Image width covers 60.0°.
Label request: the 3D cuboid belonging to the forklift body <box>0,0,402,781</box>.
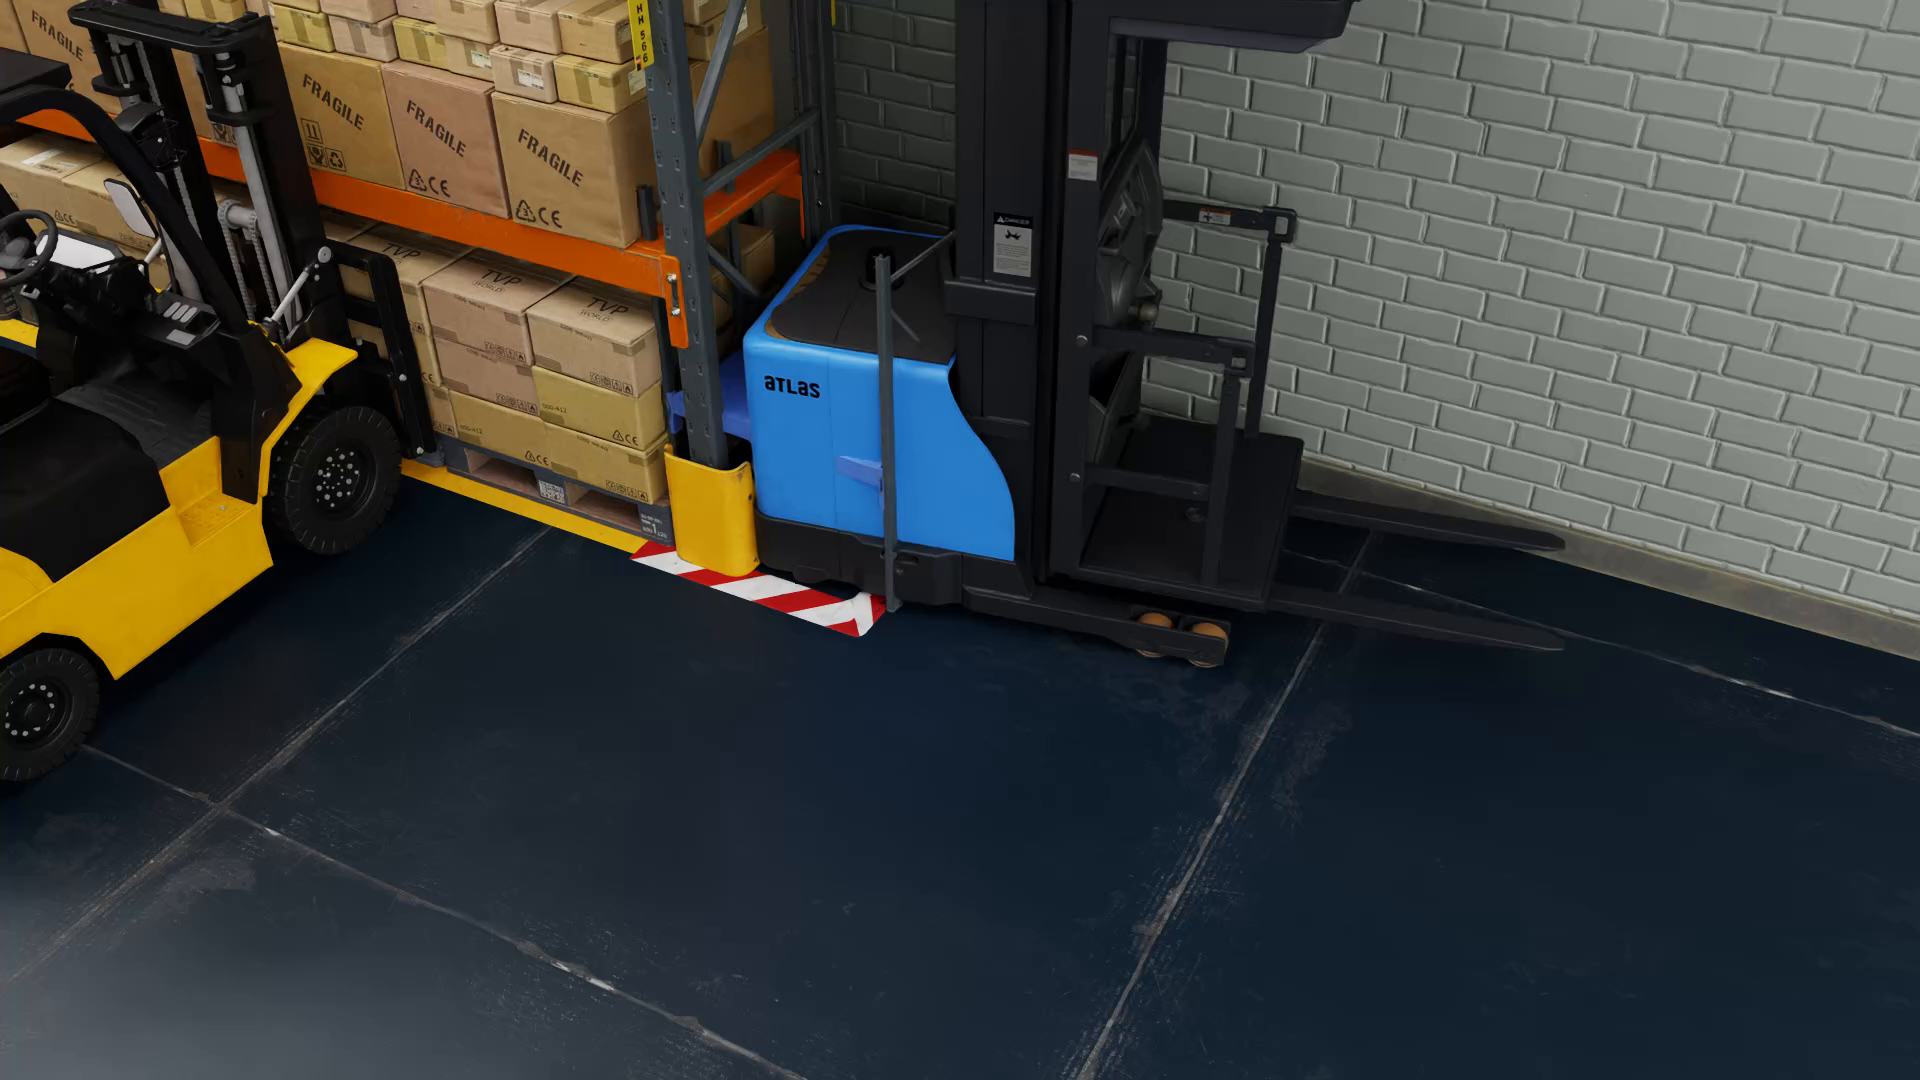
[{"bbox_3d":[-3.284,-0.613,5.779,1.214,2.155,2.313,17,41,21],"label":"forklift body"}]

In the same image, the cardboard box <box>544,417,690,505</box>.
[{"bbox_3d":[-1.323,-0.436,6.771,0.500,0.250,0.500,18,41,22],"label":"cardboard box"}]

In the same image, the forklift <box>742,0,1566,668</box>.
[{"bbox_3d":[0.777,-1.057,5.719,3.031,2.935,1.130,10,38,13],"label":"forklift"}]

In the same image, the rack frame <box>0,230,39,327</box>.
[{"bbox_3d":[-4.313,-2.516,7.583,0.127,3.000,1.000,17,41,21],"label":"rack frame"}]

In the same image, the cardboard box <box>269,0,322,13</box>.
[{"bbox_3d":[-2.355,-2.108,6.180,0.250,0.149,0.380,18,41,22],"label":"cardboard box"}]

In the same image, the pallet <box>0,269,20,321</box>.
[{"bbox_3d":[-4.985,-1.589,8.668,1.213,0.211,1.003,17,41,21],"label":"pallet"}]

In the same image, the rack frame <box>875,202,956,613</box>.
[{"bbox_3d":[-0.138,-0.452,6.098,0.032,1.500,0.500,20,41,25],"label":"rack frame"}]

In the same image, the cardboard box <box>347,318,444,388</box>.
[{"bbox_3d":[-2.245,-0.920,6.994,0.500,0.250,0.500,16,40,20],"label":"cardboard box"}]

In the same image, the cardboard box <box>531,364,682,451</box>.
[{"bbox_3d":[-1.337,-0.642,6.628,0.500,0.250,0.500,17,40,21],"label":"cardboard box"}]

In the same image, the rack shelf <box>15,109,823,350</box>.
[{"bbox_3d":[-2.537,-1.673,7.068,4.000,0.370,1.077,17,41,21],"label":"rack shelf"}]

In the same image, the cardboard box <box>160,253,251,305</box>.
[{"bbox_3d":[-3.136,-1.202,7.365,0.500,0.250,0.500,17,40,21],"label":"cardboard box"}]

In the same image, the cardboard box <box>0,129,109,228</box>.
[{"bbox_3d":[-4.028,-1.683,7.586,0.500,0.250,0.500,17,40,21],"label":"cardboard box"}]

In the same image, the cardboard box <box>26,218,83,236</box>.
[{"bbox_3d":[-4.025,-1.486,7.741,0.500,0.250,0.500,17,40,21],"label":"cardboard box"}]

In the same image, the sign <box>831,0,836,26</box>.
[{"bbox_3d":[-0.500,-2.076,6.222,0.005,0.325,0.100,17,41,21],"label":"sign"}]

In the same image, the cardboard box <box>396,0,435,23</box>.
[{"bbox_3d":[-1.841,-2.026,6.073,0.250,0.149,0.380,18,41,22],"label":"cardboard box"}]

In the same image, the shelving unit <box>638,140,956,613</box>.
[{"bbox_3d":[-0.571,-0.612,6.311,1.048,1.500,0.538,20,41,25],"label":"shelving unit"}]

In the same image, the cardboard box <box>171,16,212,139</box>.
[{"bbox_3d":[-3.119,-2.016,6.842,0.500,0.500,0.500,17,40,21],"label":"cardboard box"}]

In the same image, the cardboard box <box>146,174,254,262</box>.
[{"bbox_3d":[-3.131,-1.403,7.217,0.500,0.250,0.500,19,41,23],"label":"cardboard box"}]

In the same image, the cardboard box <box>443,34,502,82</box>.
[{"bbox_3d":[-1.641,-1.808,6.031,0.250,0.149,0.380,18,41,22],"label":"cardboard box"}]

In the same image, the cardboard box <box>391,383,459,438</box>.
[{"bbox_3d":[-2.201,-0.724,7.149,0.500,0.250,0.500,18,41,22],"label":"cardboard box"}]

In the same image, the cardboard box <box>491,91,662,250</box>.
[{"bbox_3d":[-1.319,-1.439,6.082,0.500,0.500,0.500,16,40,21],"label":"cardboard box"}]

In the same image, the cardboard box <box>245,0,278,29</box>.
[{"bbox_3d":[-2.528,-2.109,6.428,0.250,0.149,0.380,17,40,21],"label":"cardboard box"}]

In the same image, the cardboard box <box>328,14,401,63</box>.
[{"bbox_3d":[-2.114,-1.932,6.195,0.250,0.149,0.380,16,40,20],"label":"cardboard box"}]

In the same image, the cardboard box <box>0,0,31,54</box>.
[{"bbox_3d":[-4.039,-2.292,7.206,0.500,0.500,0.500,16,40,20],"label":"cardboard box"}]

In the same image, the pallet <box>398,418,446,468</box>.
[{"bbox_3d":[-2.539,-0.823,7.659,1.213,0.211,1.003,17,41,21],"label":"pallet"}]

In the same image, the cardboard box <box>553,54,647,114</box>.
[{"bbox_3d":[-1.198,-1.647,5.820,0.250,0.149,0.380,18,41,22],"label":"cardboard box"}]

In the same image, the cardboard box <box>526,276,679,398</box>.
[{"bbox_3d":[-1.313,-0.834,6.468,0.500,0.250,0.500,19,41,23],"label":"cardboard box"}]

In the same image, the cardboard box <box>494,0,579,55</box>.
[{"bbox_3d":[-1.409,-1.858,5.852,0.250,0.149,0.380,17,41,22],"label":"cardboard box"}]

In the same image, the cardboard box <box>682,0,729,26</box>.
[{"bbox_3d":[-0.961,-2.028,6.076,0.250,0.149,0.380,17,40,21],"label":"cardboard box"}]

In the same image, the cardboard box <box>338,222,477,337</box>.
[{"bbox_3d":[-2.222,-1.108,6.829,0.500,0.250,0.500,18,41,22],"label":"cardboard box"}]

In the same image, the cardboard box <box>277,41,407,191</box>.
[{"bbox_3d":[-2.230,-1.731,6.466,0.500,0.500,0.500,17,40,21],"label":"cardboard box"}]

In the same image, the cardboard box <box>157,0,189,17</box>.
[{"bbox_3d":[-3.027,-2.213,6.565,0.250,0.149,0.380,16,40,20],"label":"cardboard box"}]
